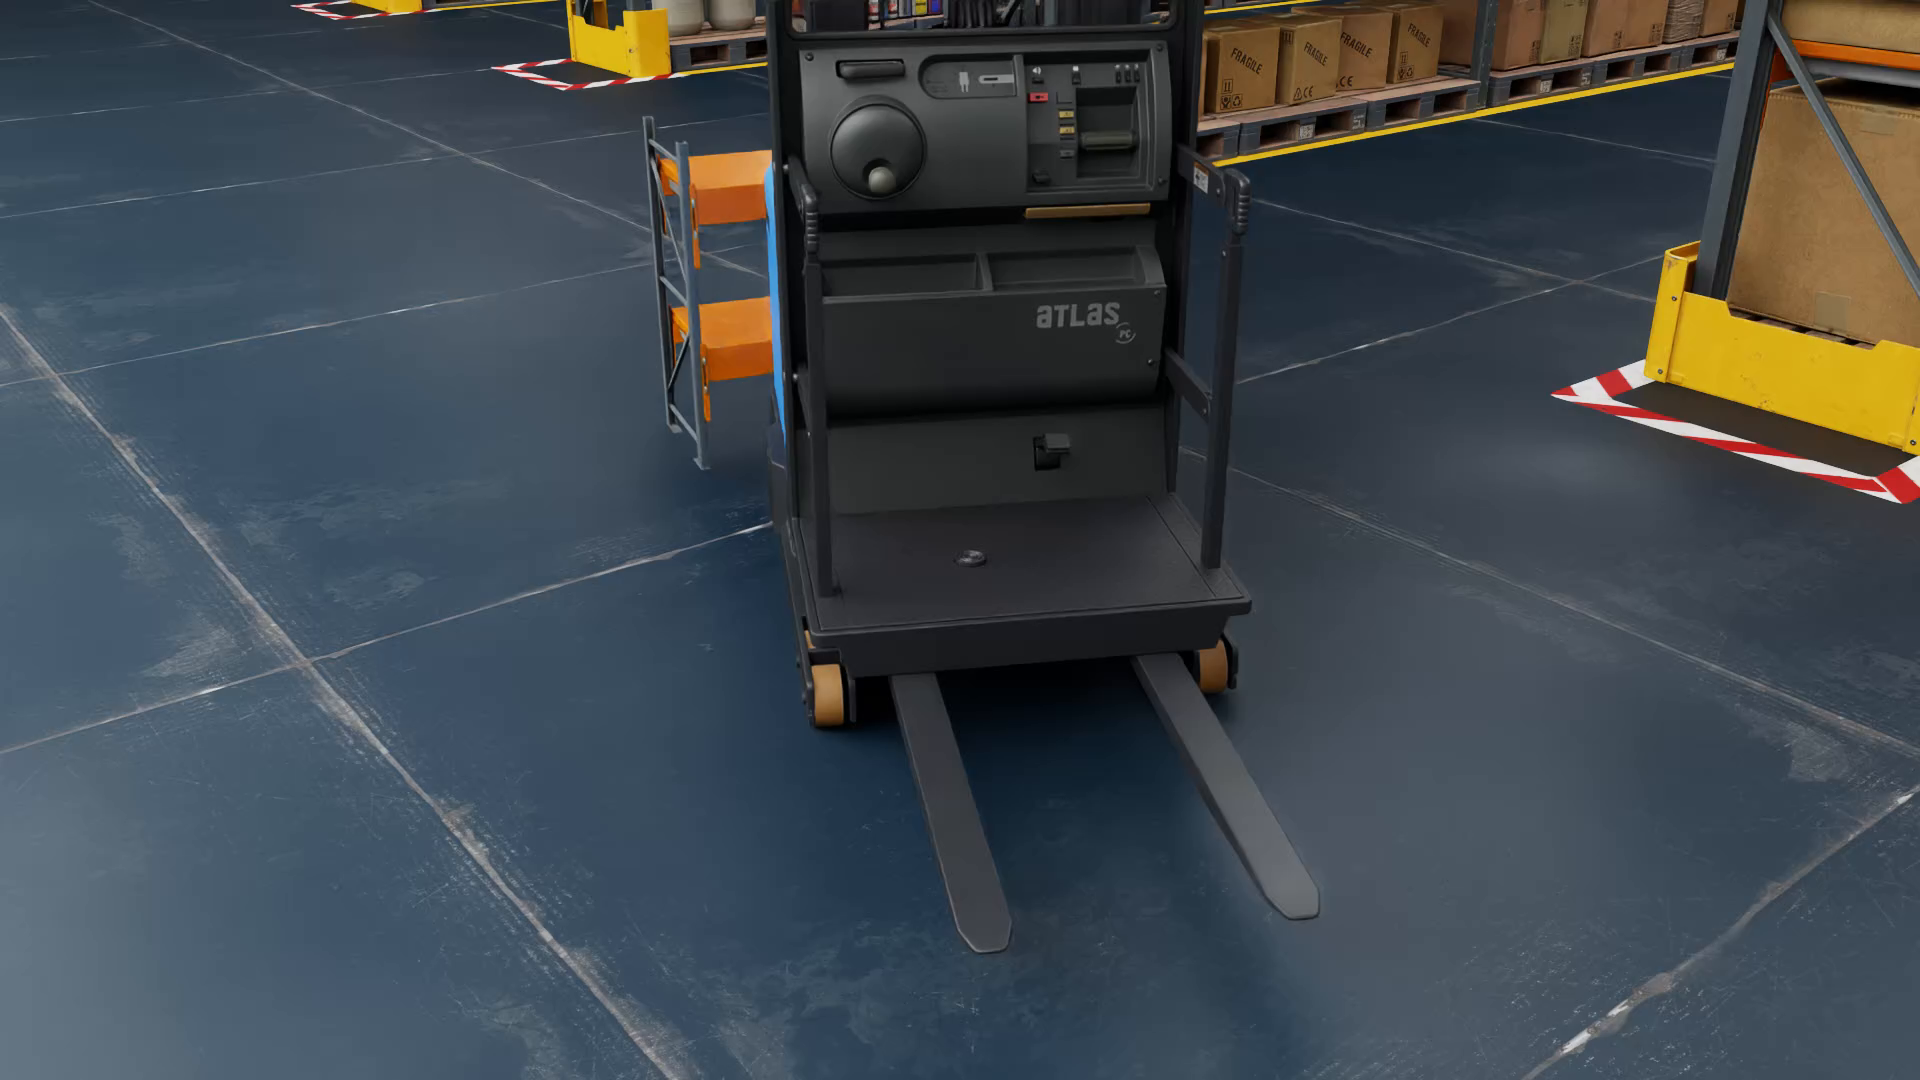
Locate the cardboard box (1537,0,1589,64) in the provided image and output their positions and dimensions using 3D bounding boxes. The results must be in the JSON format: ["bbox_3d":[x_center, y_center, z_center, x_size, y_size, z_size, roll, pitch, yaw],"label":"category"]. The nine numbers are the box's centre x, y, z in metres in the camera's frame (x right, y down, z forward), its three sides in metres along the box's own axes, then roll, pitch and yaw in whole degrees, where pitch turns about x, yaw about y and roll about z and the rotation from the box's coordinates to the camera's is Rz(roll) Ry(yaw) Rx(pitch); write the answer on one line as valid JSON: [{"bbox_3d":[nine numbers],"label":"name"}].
[{"bbox_3d":[4.284,-3.926,12.593,0.500,0.500,0.700,-18,31,-34],"label":"cardboard box"}]

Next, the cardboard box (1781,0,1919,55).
[{"bbox_3d":[3.498,-2.062,5.951,0.550,0.550,0.875,-18,31,-34],"label":"cardboard box"}]

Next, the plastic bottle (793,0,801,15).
[{"bbox_3d":[-1.414,-4.835,14.818,0.135,0.276,0.152,-18,30,-34],"label":"plastic bottle"}]

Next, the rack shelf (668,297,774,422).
[{"bbox_3d":[-0.511,-0.712,6.028,1.000,0.278,0.538,-10,27,-21],"label":"rack shelf"}]

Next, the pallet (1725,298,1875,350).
[{"bbox_3d":[3.815,-0.851,6.833,1.213,0.211,1.003,-18,31,-34],"label":"pallet"}]

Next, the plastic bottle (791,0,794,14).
[{"bbox_3d":[-1.548,-4.818,14.773,0.133,0.283,0.061,-17,30,-33],"label":"plastic bottle"}]

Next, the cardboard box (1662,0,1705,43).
[{"bbox_3d":[5.605,-4.366,13.542,0.500,0.500,0.700,-21,32,-38],"label":"cardboard box"}]

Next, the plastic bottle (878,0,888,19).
[{"bbox_3d":[-0.677,-4.690,14.510,0.097,0.271,0.097,0,25,0],"label":"plastic bottle"}]

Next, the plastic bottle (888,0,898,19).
[{"bbox_3d":[-0.596,-4.684,14.582,0.097,0.201,0.097,0,25,0],"label":"plastic bottle"}]

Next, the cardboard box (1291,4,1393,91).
[{"bbox_3d":[2.615,-3.405,11.495,0.500,0.500,0.500,-9,26,-18],"label":"cardboard box"}]

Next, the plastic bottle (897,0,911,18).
[{"bbox_3d":[-0.520,-4.758,14.652,0.135,0.276,0.152,-18,30,-33],"label":"plastic bottle"}]

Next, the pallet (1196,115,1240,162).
[{"bbox_3d":[0.974,-2.506,10.398,1.213,0.211,1.003,-18,31,-34],"label":"pallet"}]

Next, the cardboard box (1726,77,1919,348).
[{"bbox_3d":[3.727,-1.307,6.528,0.875,0.875,0.875,-18,30,-34],"label":"cardboard box"}]

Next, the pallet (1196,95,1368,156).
[{"bbox_3d":[1.933,-2.821,11.077,1.213,0.211,1.003,-18,31,-34],"label":"pallet"}]

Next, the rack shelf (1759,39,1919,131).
[{"bbox_3d":[4.808,-2.075,7.013,4.000,0.370,1.077,-18,31,-34],"label":"rack shelf"}]

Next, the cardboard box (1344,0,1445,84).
[{"bbox_3d":[3.061,-3.557,11.821,0.500,0.500,0.500,-19,31,-36],"label":"cardboard box"}]

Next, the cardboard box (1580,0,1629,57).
[{"bbox_3d":[4.724,-4.072,12.907,0.500,0.500,0.700,-21,32,-38],"label":"cardboard box"}]

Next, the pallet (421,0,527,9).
[{"bbox_3d":[-5.281,-5.782,17.457,1.213,0.211,1.003,-18,31,-34],"label":"pallet"}]

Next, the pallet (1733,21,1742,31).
[{"bbox_3d":[7.215,-4.545,14.791,1.213,0.211,1.003,-18,31,-34],"label":"pallet"}]

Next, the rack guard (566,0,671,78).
[{"bbox_3d":[-2.773,-4.094,13.477,0.348,0.500,1.175,-18,31,-34],"label":"rack guard"}]

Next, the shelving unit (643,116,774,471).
[{"bbox_3d":[-0.511,-0.934,5.925,1.048,1.125,0.538,-10,27,-21],"label":"shelving unit"}]

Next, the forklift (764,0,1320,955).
[{"bbox_3d":[0.109,-1.015,3.956,1.130,2.935,3.031,-4,25,-9],"label":"forklift"}]

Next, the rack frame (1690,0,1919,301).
[{"bbox_3d":[3.234,-1.882,5.742,0.127,3.000,1.000,-18,31,-34],"label":"rack frame"}]

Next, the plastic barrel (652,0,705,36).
[{"bbox_3d":[-2.333,-4.451,13.733,0.421,0.512,0.421,0,25,0],"label":"plastic barrel"}]

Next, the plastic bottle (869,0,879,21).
[{"bbox_3d":[-0.758,-4.631,14.467,0.097,0.201,0.097,0,25,0],"label":"plastic bottle"}]

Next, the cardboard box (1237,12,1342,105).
[{"bbox_3d":[2.175,-3.218,11.091,0.500,0.500,0.500,-22,33,-38],"label":"cardboard box"}]

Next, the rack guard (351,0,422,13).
[{"bbox_3d":[-5.876,-5.694,16.925,0.348,0.500,1.175,-18,31,-34],"label":"rack guard"}]

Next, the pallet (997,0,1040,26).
[{"bbox_3d":[0.938,-5.183,16.168,1.213,0.211,1.003,-18,31,-34],"label":"pallet"}]

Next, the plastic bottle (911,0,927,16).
[{"bbox_3d":[-0.390,-4.833,14.724,0.185,0.351,0.144,-18,31,-34],"label":"plastic bottle"}]

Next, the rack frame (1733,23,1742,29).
[{"bbox_3d":[6.548,-5.630,13.817,0.127,3.000,1.000,-18,31,-34],"label":"rack frame"}]

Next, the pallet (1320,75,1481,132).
[{"bbox_3d":[2.894,-3.139,11.764,1.213,0.211,1.003,-18,31,-34],"label":"pallet"}]

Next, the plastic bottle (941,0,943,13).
[{"bbox_3d":[-0.136,-4.917,14.905,0.185,0.351,0.144,-20,32,-37],"label":"plastic bottle"}]

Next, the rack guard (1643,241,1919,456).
[{"bbox_3d":[3.215,-0.742,6.255,0.348,0.500,1.175,-18,31,-34],"label":"rack guard"}]

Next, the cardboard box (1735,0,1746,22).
[{"bbox_3d":[7.104,-5.029,14.547,0.875,0.875,1.225,-20,32,-36],"label":"cardboard box"}]

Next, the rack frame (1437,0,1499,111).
[{"bbox_3d":[3.400,-4.591,11.578,0.127,3.000,1.000,-18,31,-34],"label":"rack frame"}]

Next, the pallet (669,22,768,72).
[{"bbox_3d":[-2.130,-4.172,13.989,1.213,0.211,1.003,-18,31,-34],"label":"pallet"}]

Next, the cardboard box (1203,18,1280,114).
[{"bbox_3d":[1.708,-3.088,10.810,0.500,0.500,0.500,-15,29,-29],"label":"cardboard box"}]

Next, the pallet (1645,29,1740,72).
[{"bbox_3d":[5.932,-4.162,13.968,1.213,0.211,1.003,-18,31,-34],"label":"pallet"}]

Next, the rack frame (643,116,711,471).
[{"bbox_3d":[-0.979,-0.850,5.744,0.032,1.125,0.500,-10,27,-21],"label":"rack frame"}]

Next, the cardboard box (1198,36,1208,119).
[{"bbox_3d":[1.204,-2.931,10.474,0.500,0.500,0.500,-10,27,-21],"label":"cardboard box"}]

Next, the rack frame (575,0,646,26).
[{"bbox_3d":[-2.803,-5.192,12.875,0.127,3.000,1.000,-18,31,-34],"label":"rack frame"}]

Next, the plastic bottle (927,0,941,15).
[{"bbox_3d":[-0.238,-4.830,14.798,0.133,0.283,0.061,-16,29,-31],"label":"plastic bottle"}]

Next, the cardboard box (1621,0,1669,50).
[{"bbox_3d":[5.163,-4.217,13.219,0.500,0.500,0.700,-15,29,-30],"label":"cardboard box"}]

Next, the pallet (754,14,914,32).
[{"bbox_3d":[-1.171,-4.487,14.668,1.213,0.211,1.003,-18,31,-34],"label":"pallet"}]

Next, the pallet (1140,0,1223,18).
[{"bbox_3d":[1.899,-5.502,16.854,1.213,0.211,1.003,-18,31,-34],"label":"pallet"}]

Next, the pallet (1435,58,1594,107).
[{"bbox_3d":[4.012,-3.528,12.602,1.213,0.211,1.003,-18,31,-34],"label":"pallet"}]

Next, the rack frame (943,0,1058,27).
[{"bbox_3d":[0.253,-3.551,9.339,0.127,3.000,1.000,-18,31,-34],"label":"rack frame"}]

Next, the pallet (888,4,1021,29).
[{"bbox_3d":[-0.210,-4.806,15.354,1.213,0.211,1.003,-18,31,-34],"label":"pallet"}]

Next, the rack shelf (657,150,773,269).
[{"bbox_3d":[-0.511,-1.199,5.802,1.000,0.278,0.538,-10,27,-21],"label":"rack shelf"}]

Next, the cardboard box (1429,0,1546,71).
[{"bbox_3d":[3.897,-3.809,12.340,0.500,0.500,0.700,-21,32,-38],"label":"cardboard box"}]

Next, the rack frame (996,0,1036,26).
[{"bbox_3d":[0.344,-6.231,15.113,0.127,3.000,1.000,-18,31,-34],"label":"rack frame"}]

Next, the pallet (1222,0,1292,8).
[{"bbox_3d":[2.858,-5.817,17.533,1.213,0.211,1.003,-18,31,-34],"label":"pallet"}]

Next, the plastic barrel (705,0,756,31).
[{"bbox_3d":[-1.938,-4.581,14.013,0.421,0.512,0.421,0,25,0],"label":"plastic barrel"}]

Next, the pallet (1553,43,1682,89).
[{"bbox_3d":[4.973,-3.847,13.289,1.213,0.211,1.003,-18,31,-34],"label":"pallet"}]

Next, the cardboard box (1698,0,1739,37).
[{"bbox_3d":[6.033,-4.515,13.861,0.500,0.500,0.700,-20,32,-37],"label":"cardboard box"}]
